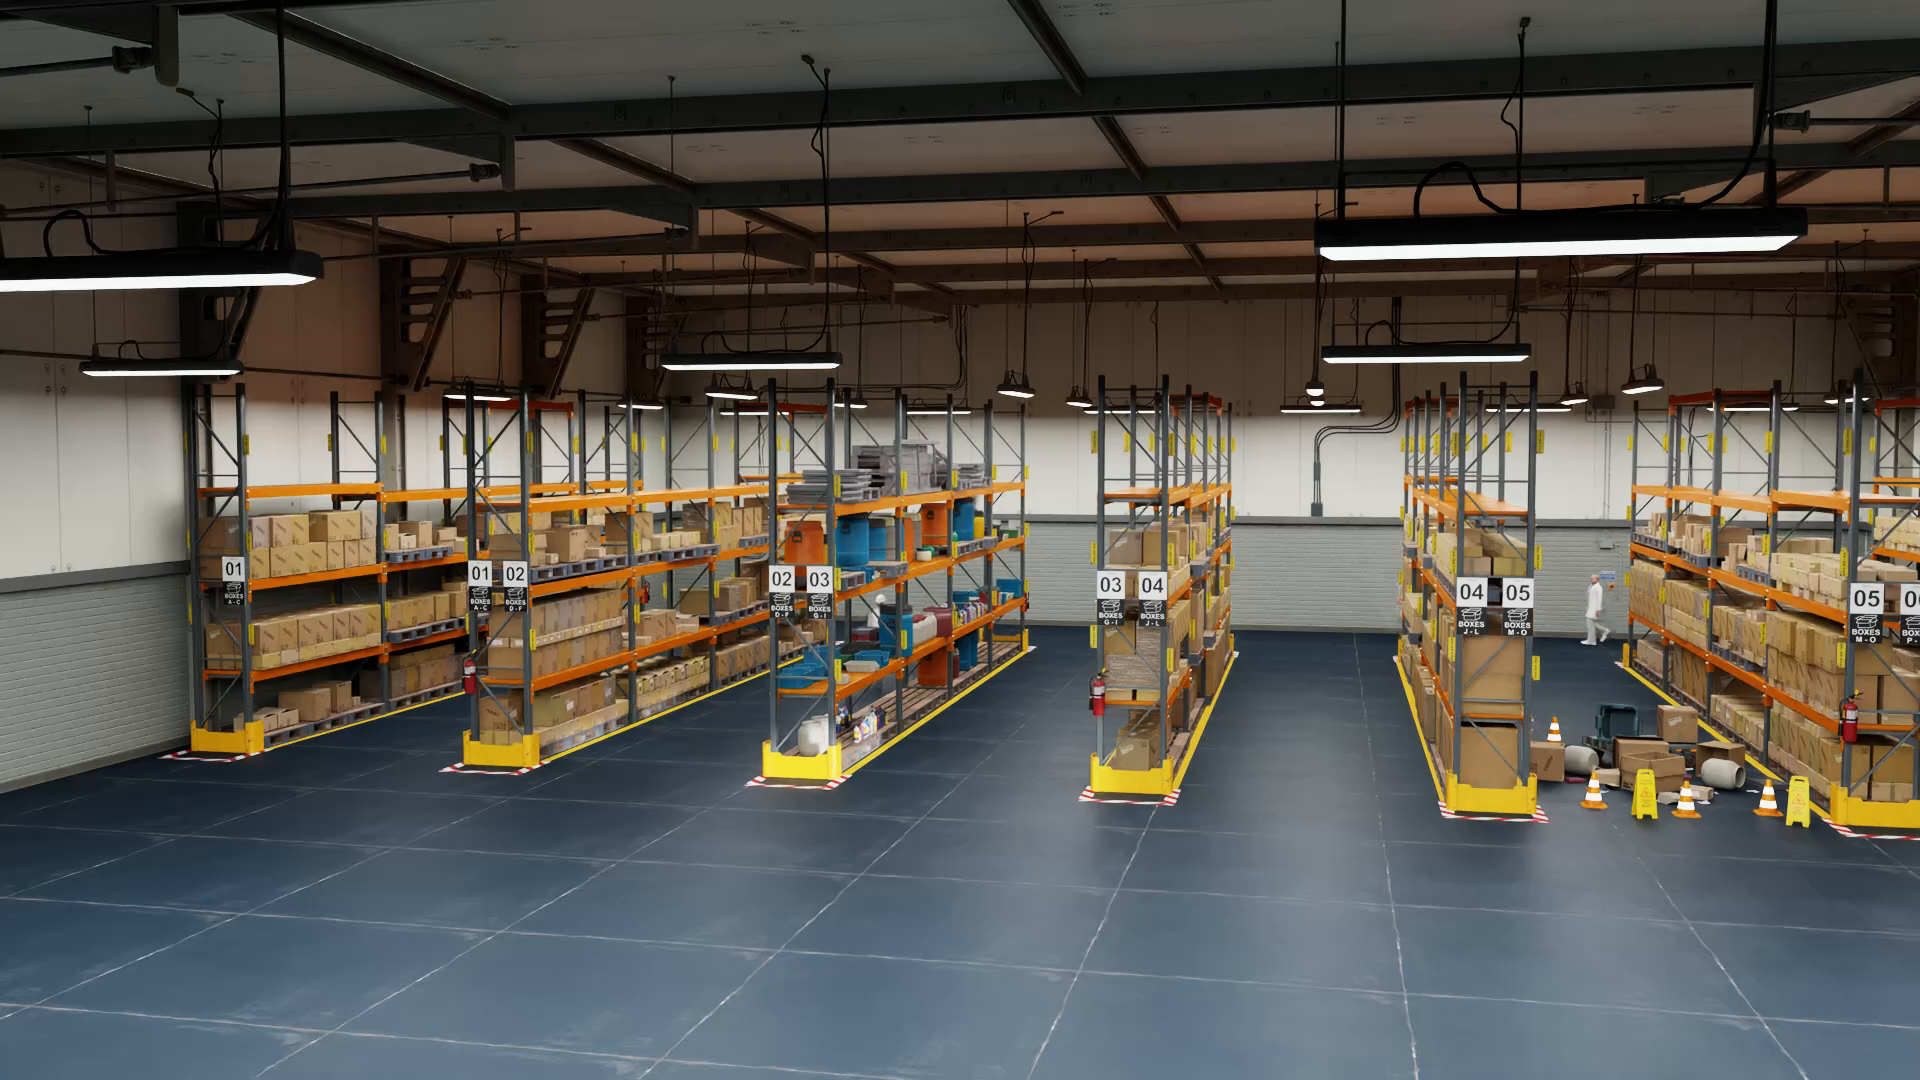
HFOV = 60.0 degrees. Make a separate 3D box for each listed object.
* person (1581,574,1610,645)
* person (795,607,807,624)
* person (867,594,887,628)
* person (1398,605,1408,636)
[{"bbox_3d":[15.891,1.725,41.545,0.736,1.763,0.591,0,3,5],"label":"person"},{"bbox_3d":[-4.205,1.556,44.394,0.535,1.777,0.604,1,3,15],"label":"person"},{"bbox_3d":[-1.648,1.964,34.597,0.565,1.678,0.684,0,3,6],"label":"person"},{"bbox_3d":[11.483,1.762,42.014,0.539,1.682,1.082,-3,4,-40],"label":"person"}]
